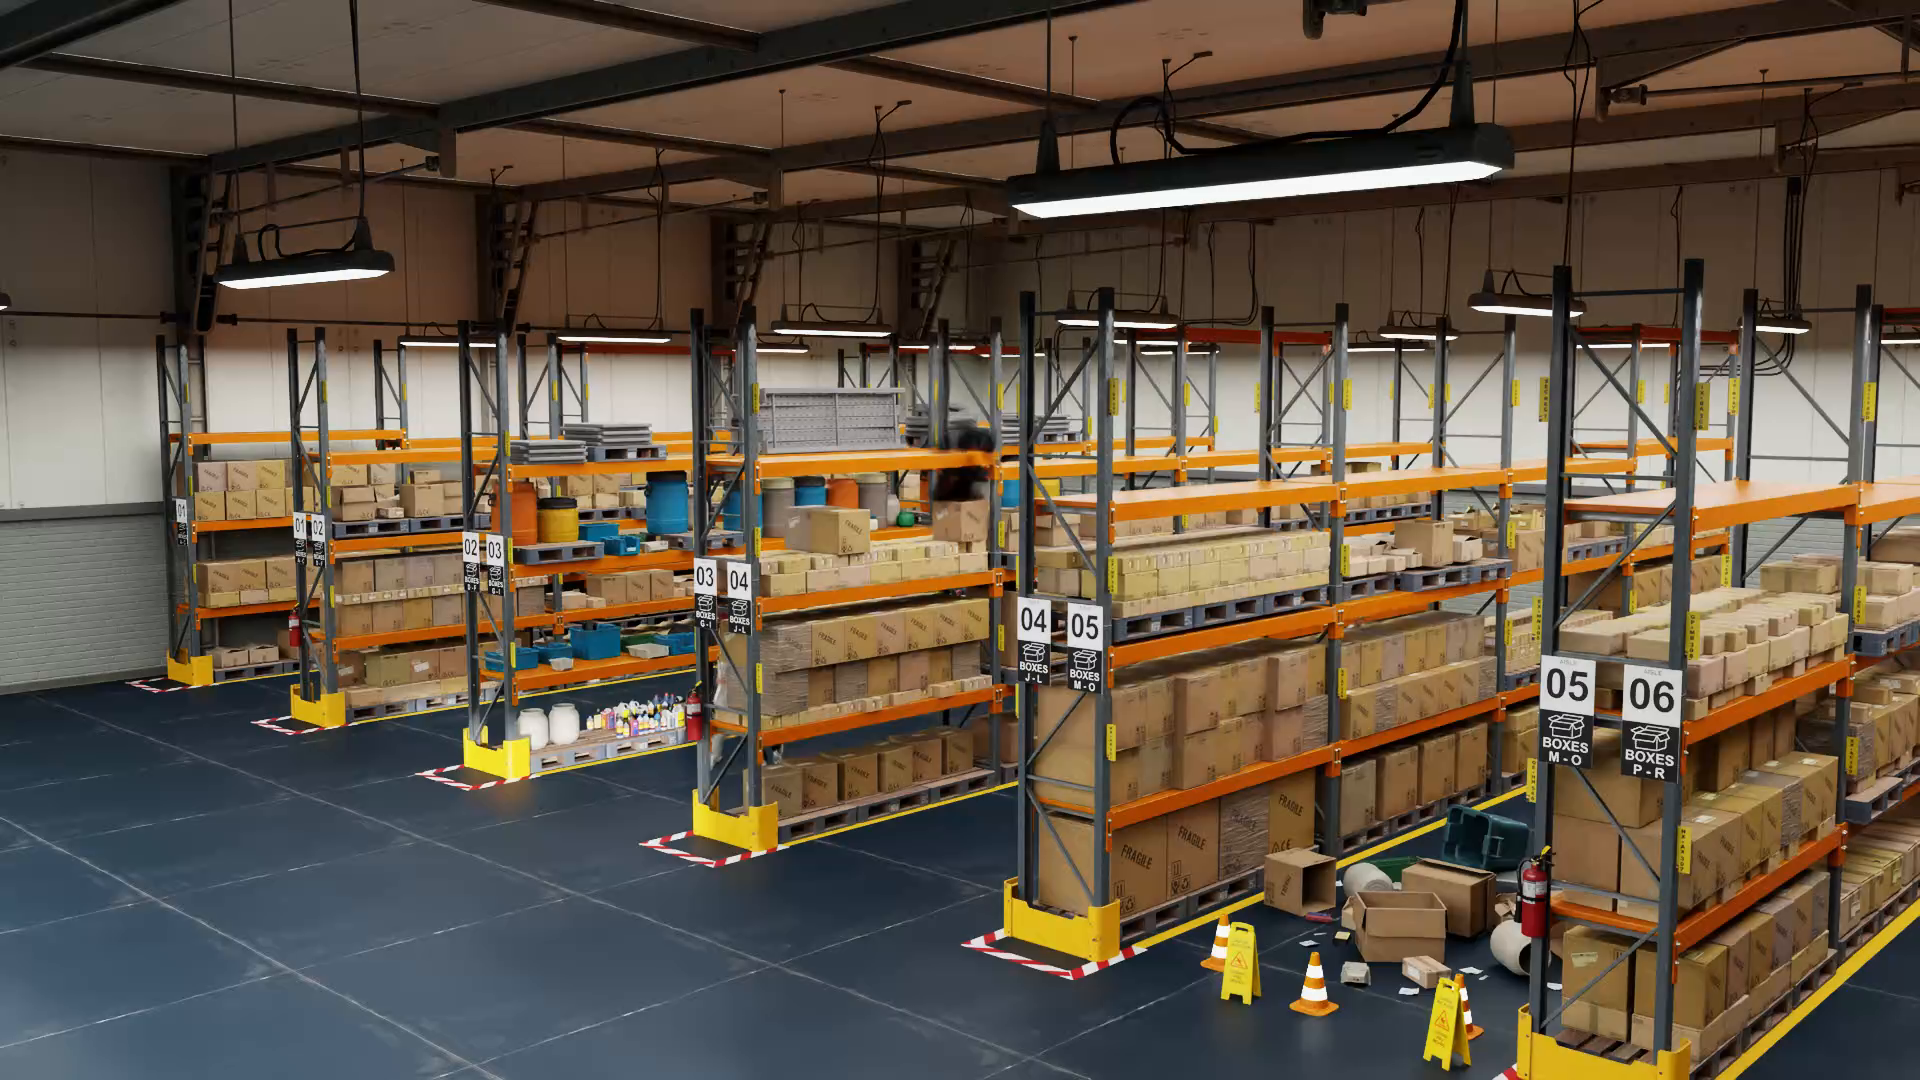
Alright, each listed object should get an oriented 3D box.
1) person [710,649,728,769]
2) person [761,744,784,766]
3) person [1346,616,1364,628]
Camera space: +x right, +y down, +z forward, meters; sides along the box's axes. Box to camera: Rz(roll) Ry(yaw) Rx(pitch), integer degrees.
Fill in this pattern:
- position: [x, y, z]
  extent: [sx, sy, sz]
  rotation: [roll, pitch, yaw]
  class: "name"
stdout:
- position: [-2.893, 1.999, 21.492]
  extent: [0.673, 1.815, 1.189]
  rotation: [3, 6, 31]
  class: "person"
- position: [-2.508, 2.114, 21.188]
  extent: [0.535, 1.548, 0.514]
  rotation: [5, 7, 43]
  class: "person"
- position: [6.130, 1.921, 25.667]
  extent: [0.603, 1.717, 0.810]
  rotation: [4, 7, 38]
  class: "person"
